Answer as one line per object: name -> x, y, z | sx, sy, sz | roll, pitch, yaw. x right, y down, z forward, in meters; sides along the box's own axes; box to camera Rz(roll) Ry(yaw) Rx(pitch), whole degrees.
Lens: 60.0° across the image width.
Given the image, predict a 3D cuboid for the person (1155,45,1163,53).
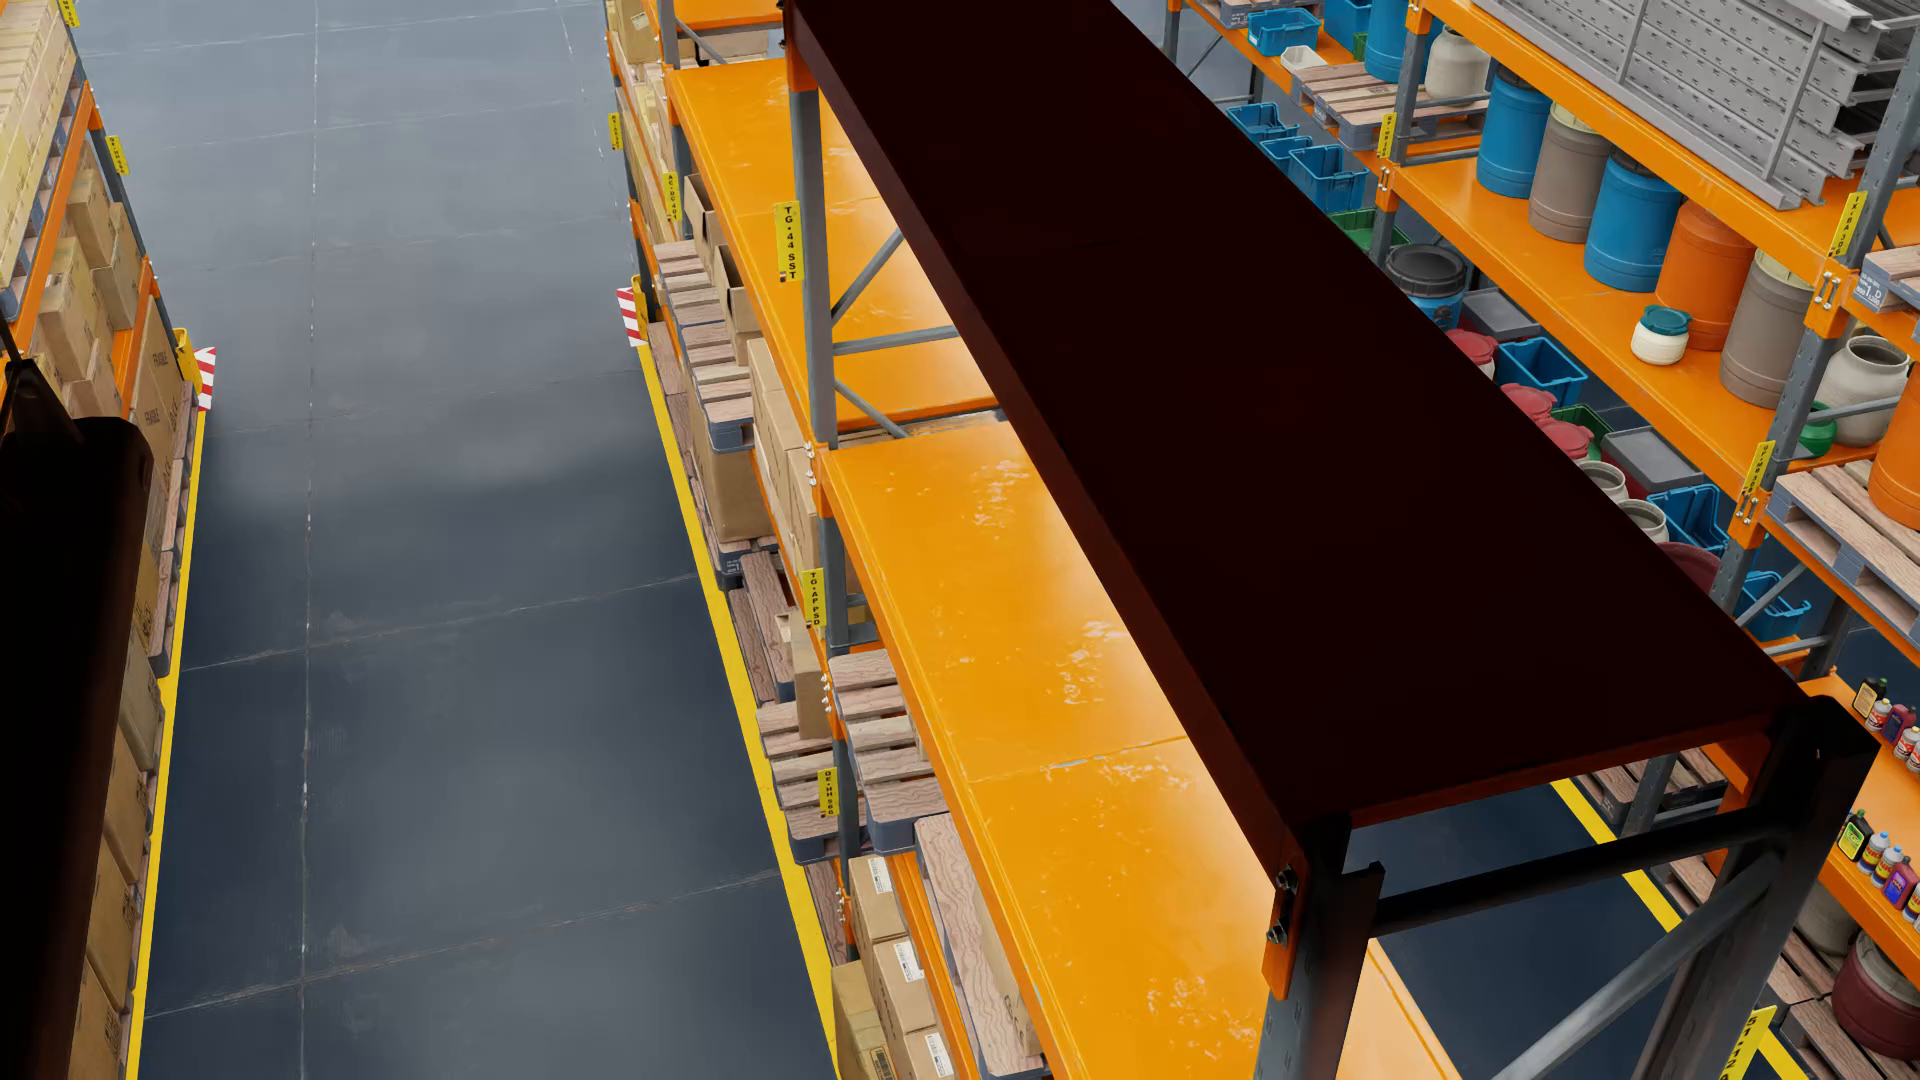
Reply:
person -> 1.916, -4.188, 16.788 | 0.936, 1.638, 0.497 | -10, 39, -12
